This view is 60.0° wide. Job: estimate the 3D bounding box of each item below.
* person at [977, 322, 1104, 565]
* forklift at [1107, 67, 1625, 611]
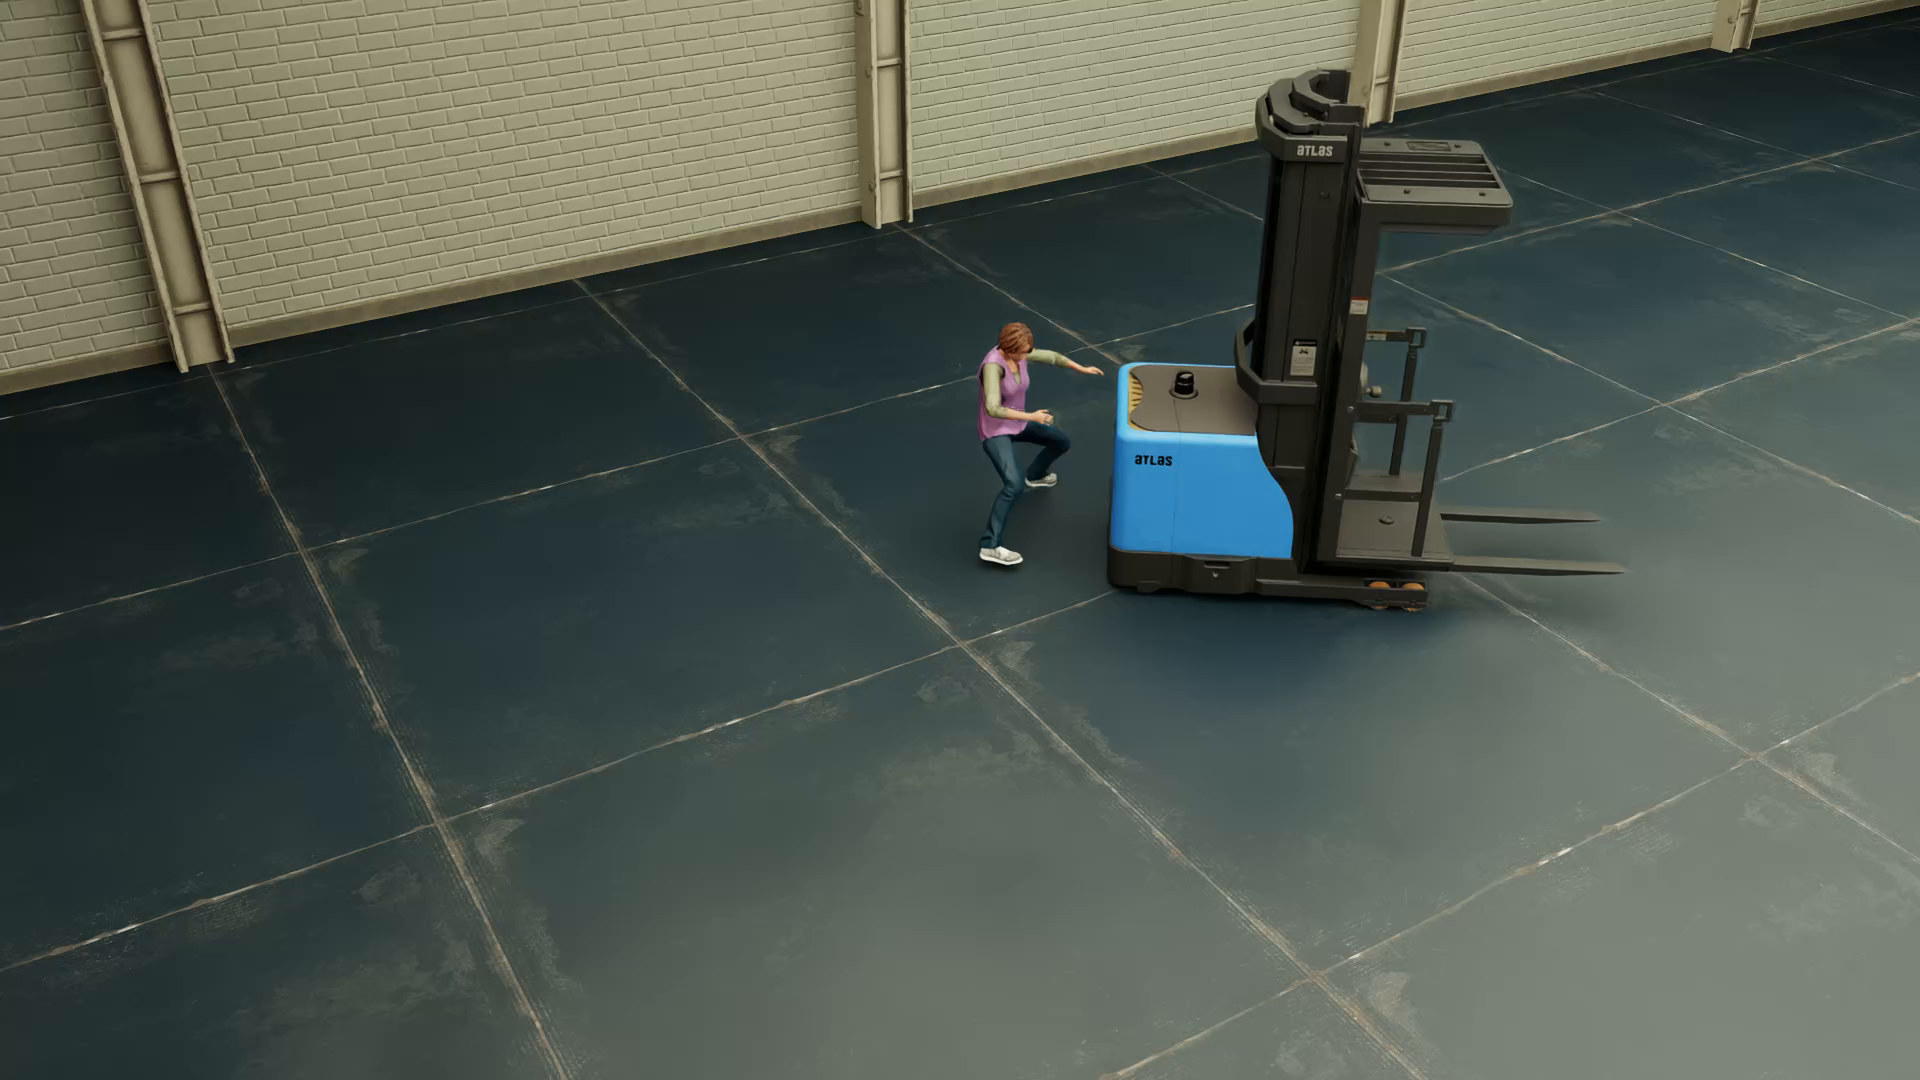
[{"bbox_3d":[0.417,-0.696,10.258,0.600,1.361,1.083,22,37,32],"label":"person"},{"bbox_3d":[2.429,-1.124,9.524,3.031,2.935,1.130,3,31,5],"label":"forklift"}]
